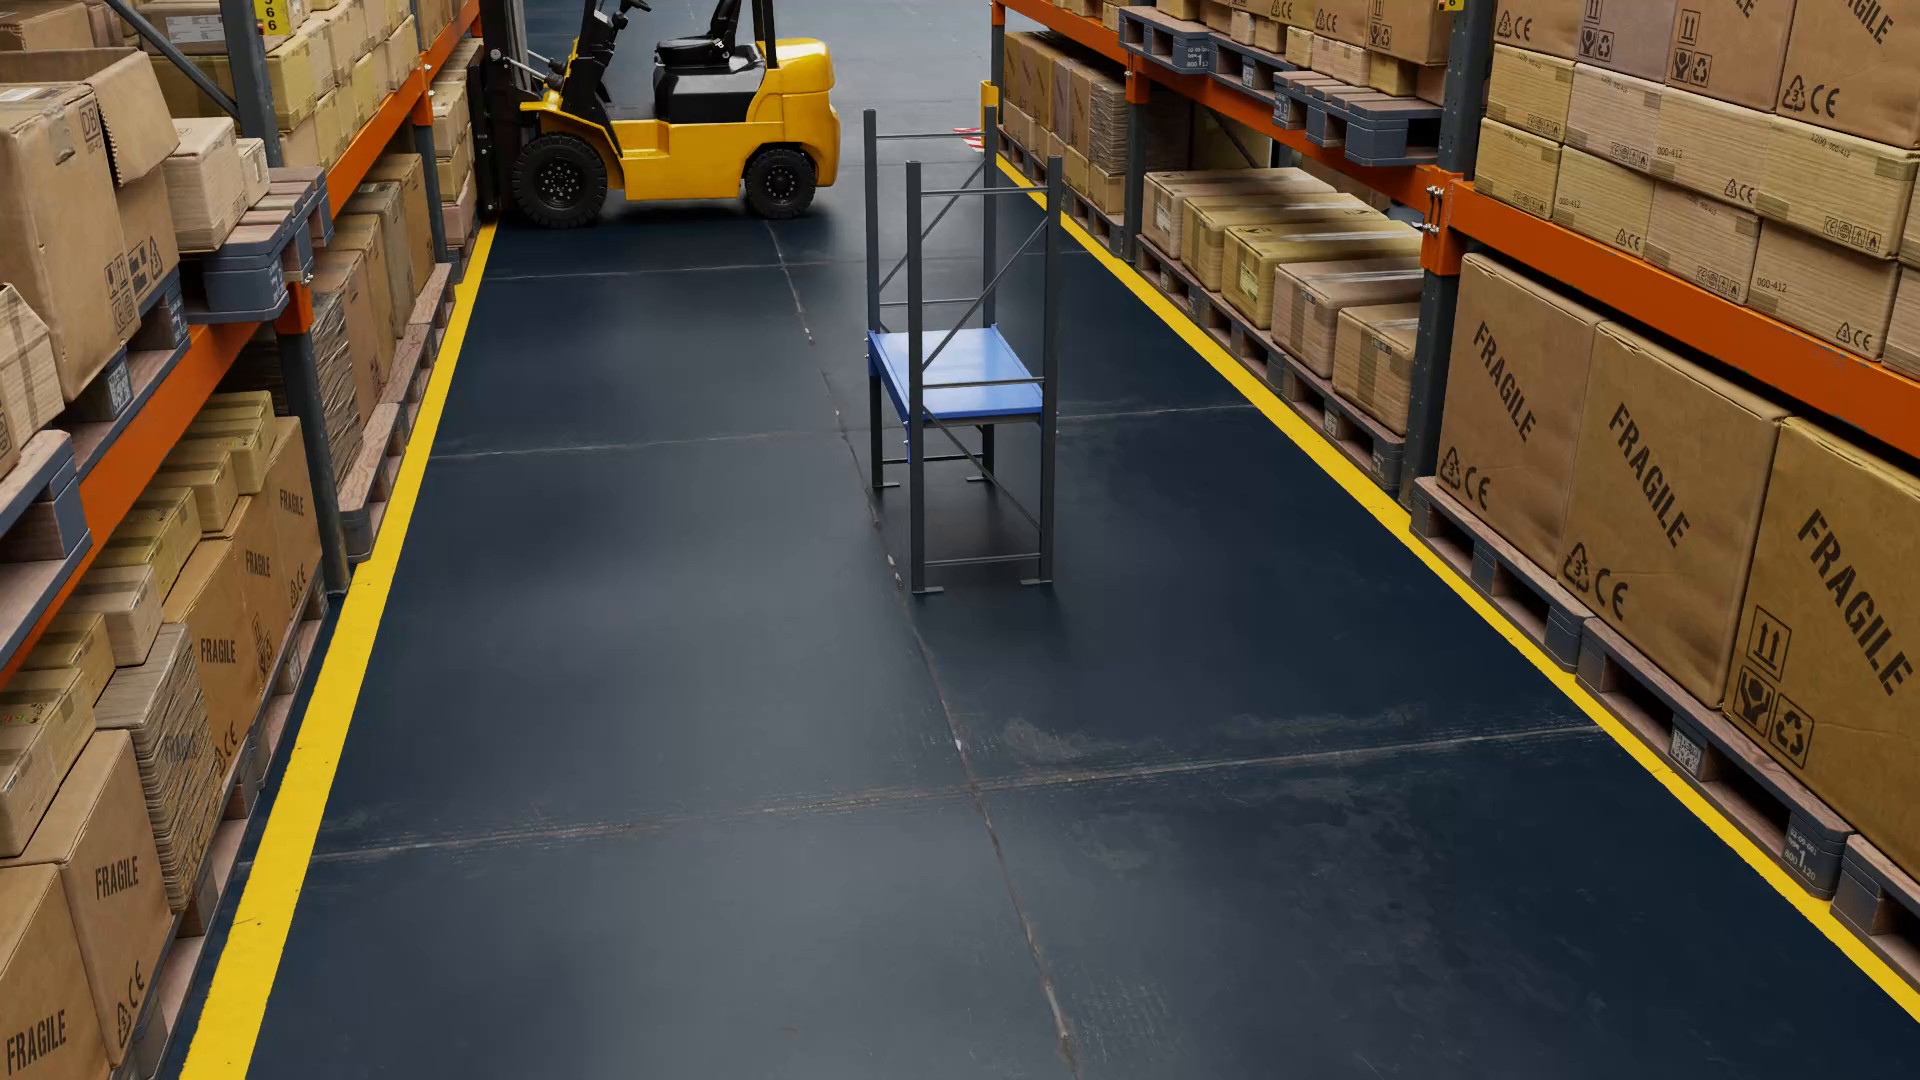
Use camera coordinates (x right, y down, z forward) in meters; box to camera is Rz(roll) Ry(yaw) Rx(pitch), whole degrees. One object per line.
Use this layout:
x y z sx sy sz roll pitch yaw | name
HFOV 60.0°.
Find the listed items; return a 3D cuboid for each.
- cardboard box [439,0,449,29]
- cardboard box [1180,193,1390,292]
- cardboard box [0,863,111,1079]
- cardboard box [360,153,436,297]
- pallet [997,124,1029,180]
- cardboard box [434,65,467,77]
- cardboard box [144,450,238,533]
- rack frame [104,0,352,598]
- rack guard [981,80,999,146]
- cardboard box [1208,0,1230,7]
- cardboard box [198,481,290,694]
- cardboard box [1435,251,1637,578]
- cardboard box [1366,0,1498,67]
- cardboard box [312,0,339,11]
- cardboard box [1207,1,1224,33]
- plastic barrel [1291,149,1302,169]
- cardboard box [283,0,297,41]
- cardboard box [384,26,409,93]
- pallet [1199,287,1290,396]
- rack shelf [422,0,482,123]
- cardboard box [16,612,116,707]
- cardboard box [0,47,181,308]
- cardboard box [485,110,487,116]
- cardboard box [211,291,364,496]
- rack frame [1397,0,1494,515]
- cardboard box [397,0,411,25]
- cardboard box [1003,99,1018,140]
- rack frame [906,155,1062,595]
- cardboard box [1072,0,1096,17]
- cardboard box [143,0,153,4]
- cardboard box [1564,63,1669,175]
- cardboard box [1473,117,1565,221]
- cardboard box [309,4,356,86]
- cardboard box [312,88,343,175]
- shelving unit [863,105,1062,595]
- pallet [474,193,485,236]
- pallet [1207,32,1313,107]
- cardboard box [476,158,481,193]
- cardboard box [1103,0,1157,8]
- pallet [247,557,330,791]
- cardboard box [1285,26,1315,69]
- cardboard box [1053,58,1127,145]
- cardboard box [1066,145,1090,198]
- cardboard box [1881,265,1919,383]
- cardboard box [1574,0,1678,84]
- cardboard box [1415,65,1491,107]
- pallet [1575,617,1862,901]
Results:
-3.416 -3.381 10.118 0.500 0.500 0.500 -5 24 -10 | cardboard box
1.730 -1.607 8.940 0.950 0.372 0.625 -3 24 -6 | cardboard box
-1.880 0.946 2.935 0.500 0.500 0.500 -5 24 -10 | cardboard box
-3.275 -1.638 8.696 0.875 0.625 0.625 -3 24 -7 | cardboard box
0.884 -3.051 12.971 1.003 0.211 1.213 -4 24 -10 | pallet
-3.441 -2.946 10.910 0.500 0.250 0.500 -5 24 -11 | cardboard box
-2.217 -0.122 4.569 0.380 0.149 0.250 -5 24 -12 | cardboard box
-2.643 -1.165 5.170 1.000 3.000 0.127 -4 24 -10 | rack frame
0.769 -3.505 13.651 1.175 0.500 0.348 -4 24 -10 | rack guard
1.471 -2.884 8.084 0.500 0.500 0.500 -4 24 -10 | cardboard box
-2.271 0.136 4.789 0.500 0.500 0.500 -5 24 -11 | cardboard box
2.280 -0.475 5.720 0.875 0.875 0.875 -5 24 -10 | cardboard box
1.877 -2.067 6.213 0.500 0.500 0.500 -5 24 -11 | cardboard box
-2.662 -2.162 6.518 0.380 0.149 0.250 -4 24 -9 | cardboard box
1.458 -2.635 8.324 0.380 0.149 0.250 -4 24 -9 | cardboard box
2.625 -2.800 12.131 0.512 0.421 0.421 13 27 27 | plastic barrel
-2.463 -1.760 5.597 0.380 0.149 0.250 -4 24 -9 | cardboard box
-2.934 -2.294 7.941 0.500 0.250 0.500 -4 24 -10 | cardboard box
1.869 -1.042 8.373 1.003 0.211 1.213 -4 24 -10 | pallet
-3.753 -3.195 10.718 1.077 0.370 4.000 -4 24 -10 | rack shelf
-2.090 0.290 3.626 0.380 0.149 0.250 -4 24 -10 | cardboard box
-2.160 -0.777 3.627 0.797 0.503 0.637 -5 24 -11 | cardboard box
-3.527 -2.905 11.441 0.500 0.250 0.500 -5 24 -11 | cardboard box
-2.745 -0.516 6.125 0.875 0.625 0.625 -4 24 -8 | cardboard box
2.234 -1.534 6.014 1.000 3.000 0.127 -4 24 -10 | rack frame
-3.041 -2.725 8.303 0.500 0.250 0.500 -5 24 -11 | cardboard box
0.632 -3.275 12.912 0.500 0.250 0.500 -5 24 -10 | cardboard box
0.078 -0.521 5.569 0.500 1.500 0.032 -4 24 -10 | rack frame
0.945 -3.495 10.820 0.380 0.149 0.250 -5 24 -11 | cardboard box
-3.134 -2.022 6.197 0.380 0.149 0.250 -4 24 -10 | cardboard box
2.180 -1.273 4.981 0.500 0.250 0.500 -4 24 -8 | cardboard box
2.077 -1.254 5.561 0.500 0.250 0.500 -5 24 -11 | cardboard box
-2.656 -1.922 6.467 0.500 0.250 0.500 -5 24 -11 | cardboard box
-2.573 -1.487 6.095 0.500 0.250 0.500 -5 24 -11 | cardboard box
-0.016 -0.721 6.027 0.538 1.500 1.048 -4 24 -10 | shelving unit
-3.718 -2.257 11.155 1.003 0.211 1.213 -4 24 -10 | pallet
1.828 -2.222 7.829 1.003 0.211 1.213 -4 24 -10 | pallet
-3.441 -2.486 11.106 0.500 0.250 0.500 -4 24 -8 | cardboard box
1.168 -3.446 9.895 0.500 0.500 0.500 -5 24 -11 | cardboard box
-2.542 0.409 5.049 1.003 0.211 1.213 -4 24 -10 | pallet
1.628 -2.126 7.158 0.380 0.149 0.250 -4 24 -9 | cardboard box
0.930 -2.997 11.338 0.500 0.500 0.500 -3 24 -7 | cardboard box
1.013 -2.461 11.048 0.500 0.250 0.500 -5 24 -11 | cardboard box
2.476 -0.450 3.720 0.500 0.250 0.500 -5 24 -11 | cardboard box
2.186 -1.631 4.864 0.500 0.500 0.500 -4 24 -10 | cardboard box
1.942 -1.723 6.236 0.380 0.149 0.250 -3 24 -8 | cardboard box
2.528 0.538 4.753 1.003 0.211 1.213 -4 24 -10 | pallet
